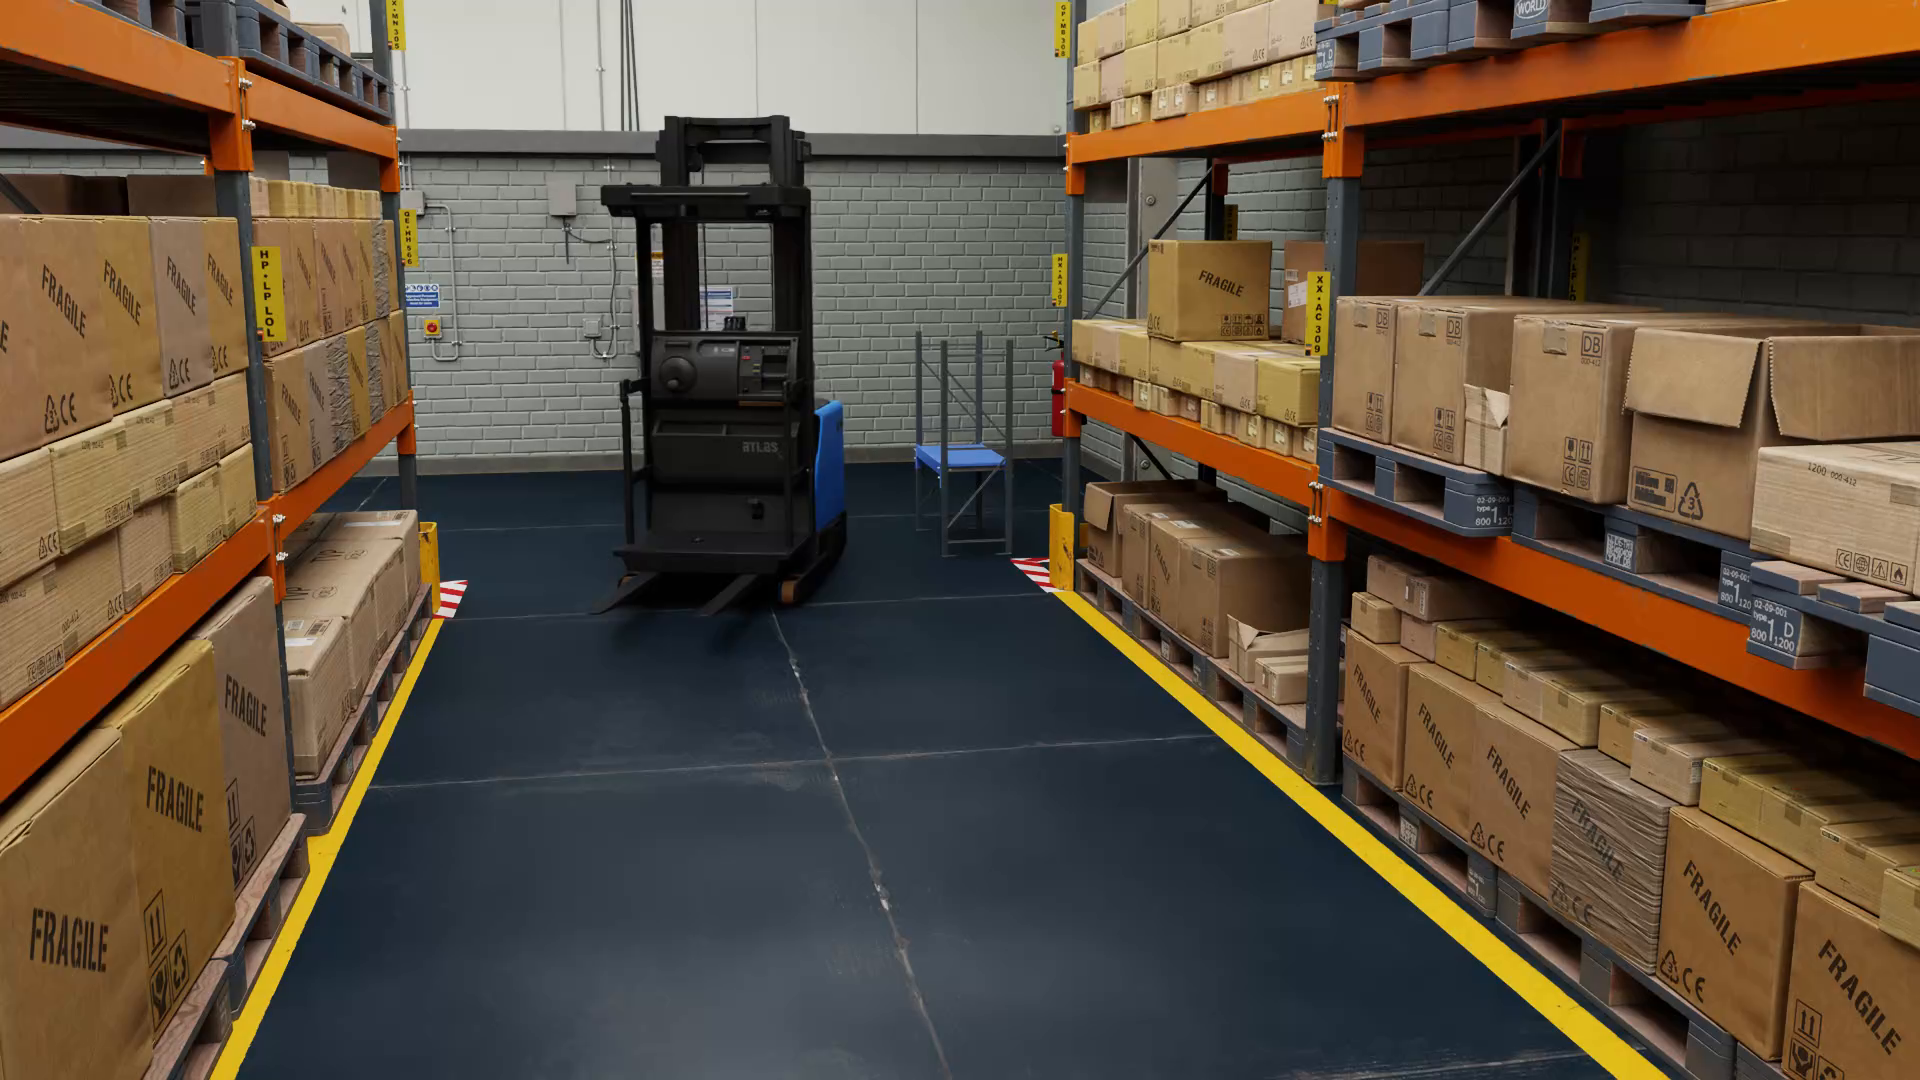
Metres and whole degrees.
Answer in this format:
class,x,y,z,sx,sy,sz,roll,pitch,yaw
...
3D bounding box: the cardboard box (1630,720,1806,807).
class,x,y,z,sx,sy,sz,roll,pitch,yaw
cardboard box,2.139,0.628,4.701,0.380,0.149,0.250,-3,11,-14

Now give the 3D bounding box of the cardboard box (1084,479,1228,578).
class,x,y,z,sx,sy,sz,roll,pitch,yaw
cardboard box,1.184,-0.081,10.152,0.797,0.503,0.637,-3,11,-13

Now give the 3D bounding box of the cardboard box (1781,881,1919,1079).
class,x,y,z,sx,sy,sz,roll,pitch,yaw
cardboard box,2.334,1.111,3.901,0.500,0.500,0.500,-2,11,-12

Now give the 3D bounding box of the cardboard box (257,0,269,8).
class,x,y,z,sx,sy,sz,roll,pitch,yaw
cardboard box,-2.841,-2.195,6.027,0.500,0.500,0.500,-2,11,-10

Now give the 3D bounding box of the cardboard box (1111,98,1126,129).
class,x,y,z,sx,sy,sz,roll,pitch,yaw
cardboard box,1.049,-2.355,9.199,0.380,0.149,0.250,-2,11,-10

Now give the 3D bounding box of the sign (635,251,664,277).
class,x,y,z,sx,sy,sz,roll,pitch,yaw
sign,-2.835,-2.560,15.415,0.339,0.242,0.001,-2,11,-11

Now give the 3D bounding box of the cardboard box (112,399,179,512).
class,x,y,z,sx,sy,sz,roll,pitch,yaw
cardboard box,-2.397,-0.215,4.369,0.500,0.250,0.500,-2,11,-10

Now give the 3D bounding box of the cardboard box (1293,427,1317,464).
class,x,y,z,sx,sy,sz,roll,pitch,yaw
cardboard box,1.626,-0.409,6.993,0.380,0.149,0.250,-2,11,-10

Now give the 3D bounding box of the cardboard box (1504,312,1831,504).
class,x,y,z,sx,sy,sz,roll,pitch,yaw
cardboard box,2.064,-0.402,4.898,0.700,0.500,0.500,-2,11,-11

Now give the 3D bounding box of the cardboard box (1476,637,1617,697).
class,x,y,z,sx,sy,sz,roll,pitch,yaw
cardboard box,2.002,0.440,5.689,0.380,0.149,0.250,-2,11,-12

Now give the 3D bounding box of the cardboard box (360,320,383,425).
class,x,y,z,sx,sy,sz,roll,pitch,yaw
cardboard box,-3.164,-0.819,8.209,0.500,0.500,0.500,-2,11,-9

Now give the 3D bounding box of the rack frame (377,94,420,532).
class,x,y,z,sx,sy,sz,roll,pitch,yaw
rack frame,-3.710,-1.035,9.613,1.000,3.000,0.127,-2,11,-11

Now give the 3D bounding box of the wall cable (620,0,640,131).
class,x,y,z,sx,sy,sz,roll,pitch,yaw
wall cable,-1.615,-5.155,15.113,2.988,3.039,0.133,-2,11,-11

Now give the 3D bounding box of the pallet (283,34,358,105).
class,x,y,z,sx,sy,sz,roll,pitch,yaw
pallet,-3.315,-2.105,7.450,1.003,0.211,1.213,-2,11,-11

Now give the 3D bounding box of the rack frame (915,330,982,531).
class,x,y,z,sx,sy,sz,roll,pitch,yaw
rack frame,-0.082,-0.814,12.464,0.500,1.500,0.032,-2,11,-11

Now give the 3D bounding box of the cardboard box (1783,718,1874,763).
class,x,y,z,sx,sy,sz,roll,pitch,yaw
cardboard box,2.614,0.612,4.788,0.380,0.149,0.250,-2,11,-11

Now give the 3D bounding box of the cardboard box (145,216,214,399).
class,x,y,z,sx,sy,sz,roll,pitch,yaw
cardboard box,-2.491,-0.674,4.776,0.500,0.500,0.500,-2,11,-10

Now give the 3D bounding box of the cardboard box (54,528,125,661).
class,x,y,z,sx,sy,sz,roll,pitch,yaw
cardboard box,-2.315,0.126,3.911,0.500,0.250,0.500,-2,11,-11

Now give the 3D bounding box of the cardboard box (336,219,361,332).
class,x,y,z,sx,sy,sz,roll,pitch,yaw
cardboard box,-3.063,-1.218,7.631,0.500,0.500,0.500,-2,11,-11

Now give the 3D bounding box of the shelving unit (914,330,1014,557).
class,x,y,z,sx,sy,sz,roll,pitch,yaw
shelving unit,0.017,-0.721,11.974,0.538,1.500,1.048,-2,11,-11

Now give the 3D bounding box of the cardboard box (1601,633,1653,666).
class,x,y,z,sx,sy,sz,roll,pitch,yaw
cardboard box,2.478,0.416,5.818,0.380,0.149,0.250,-3,11,-14

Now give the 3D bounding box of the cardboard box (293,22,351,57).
class,x,y,z,sx,sy,sz,roll,pitch,yaw
cardboard box,-3.534,-2.611,8.882,0.500,0.250,0.500,-3,11,-16

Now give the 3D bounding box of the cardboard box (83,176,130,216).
class,x,y,z,sx,sy,sz,roll,pitch,yaw
cardboard box,-3.249,-1.258,6.106,0.380,0.149,0.250,-2,11,-10

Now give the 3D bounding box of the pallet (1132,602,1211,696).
class,x,y,z,sx,sy,sz,roll,pitch,yaw
pallet,1.563,0.537,8.811,1.003,0.211,1.213,-2,11,-11

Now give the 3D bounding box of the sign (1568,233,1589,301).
class,x,y,z,sx,sy,sz,roll,pitch,yaw
sign,2.480,-1.072,6.712,0.100,0.325,0.005,-2,11,-11

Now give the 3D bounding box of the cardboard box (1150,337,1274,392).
class,x,y,z,sx,sy,sz,roll,pitch,yaw
cardboard box,1.302,-0.918,8.600,0.500,0.250,0.500,-2,11,-13

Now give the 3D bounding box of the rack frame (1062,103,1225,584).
class,x,y,z,sx,sy,sz,roll,pitch,yaw
rack frame,1.158,-1.216,10.565,1.000,3.000,0.127,-2,11,-11

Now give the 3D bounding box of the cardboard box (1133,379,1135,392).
class,x,y,z,sx,sy,sz,roll,pitch,yaw
cardboard box,1.179,-0.834,9.226,0.380,0.149,0.250,-2,11,-10

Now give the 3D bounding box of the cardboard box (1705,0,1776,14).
class,x,y,z,sx,sy,sz,roll,pitch,yaw
cardboard box,2.180,-1.418,4.004,0.500,0.250,0.500,-2,11,-11

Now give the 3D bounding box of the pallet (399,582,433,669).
class,x,y,z,sx,sy,sz,roll,pitch,yaw
pallet,-3.478,0.478,9.118,1.003,0.211,1.213,-2,11,-11

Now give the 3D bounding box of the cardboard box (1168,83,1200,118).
class,x,y,z,sx,sy,sz,roll,pitch,yaw
cardboard box,1.248,-2.169,8.222,0.380,0.149,0.250,-2,11,-10

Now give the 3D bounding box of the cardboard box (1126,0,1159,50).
class,x,y,z,sx,sy,sz,roll,pitch,yaw
cardboard box,1.190,-2.732,8.773,0.500,0.250,0.500,-2,11,-12

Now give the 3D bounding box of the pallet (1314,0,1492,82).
class,x,y,z,sx,sy,sz,roll,pitch,yaw
pallet,1.994,-1.742,5.806,1.213,0.211,1.003,-2,11,-11

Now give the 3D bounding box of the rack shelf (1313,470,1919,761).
class,x,y,z,sx,sy,sz,roll,pitch,yaw
rack shelf,2.325,0.237,4.851,1.077,0.370,4.000,-2,11,-11

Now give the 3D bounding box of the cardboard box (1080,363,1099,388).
class,x,y,z,sx,sy,sz,roll,pitch,yaw
cardboard box,0.953,-1.023,10.219,0.380,0.149,0.250,-2,11,-11

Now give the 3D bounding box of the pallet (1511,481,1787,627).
class,x,y,z,sx,sy,sz,roll,pitch,yaw
pallet,2.331,-0.011,4.747,1.003,0.211,1.213,-2,11,-11

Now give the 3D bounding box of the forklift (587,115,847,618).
class,x,y,z,sx,sy,sz,roll,pitch,yaw
forklift,-1.489,-1.102,10.148,1.130,2.935,3.031,1,11,7

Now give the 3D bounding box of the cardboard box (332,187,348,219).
class,x,y,z,sx,sy,sz,roll,pitch,yaw
cardboard box,-3.142,-1.604,7.923,0.380,0.149,0.250,-2,11,-10

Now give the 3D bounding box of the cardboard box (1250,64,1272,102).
class,x,y,z,sx,sy,sz,roll,pitch,yaw
cardboard box,1.488,-1.983,7.241,0.380,0.149,0.250,-2,11,-9

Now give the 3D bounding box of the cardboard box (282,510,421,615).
class,x,y,z,sx,sy,sz,roll,pitch,yaw
cardboard box,-3.484,0.135,9.197,0.875,0.438,0.875,-3,11,-13

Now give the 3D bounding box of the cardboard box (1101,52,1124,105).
class,x,y,z,sx,sy,sz,roll,pitch,yaw
cardboard box,1.095,-2.579,9.305,0.500,0.250,0.500,-2,11,-10

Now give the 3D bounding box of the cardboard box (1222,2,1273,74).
class,x,y,z,sx,sy,sz,roll,pitch,yaw
cardboard box,1.485,-2.203,7.332,0.500,0.250,0.500,-3,11,-13

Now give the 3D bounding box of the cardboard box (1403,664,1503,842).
class,x,y,z,sx,sy,sz,roll,pitch,yaw
cardboard box,1.923,0.733,5.885,0.500,0.500,0.500,-2,11,-12

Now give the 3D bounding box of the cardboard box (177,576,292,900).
class,x,y,z,sx,sy,sz,roll,pitch,yaw
cardboard box,-2.733,0.647,5.336,0.875,0.875,0.875,-2,11,-9

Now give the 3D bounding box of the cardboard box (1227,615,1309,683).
class,x,y,z,sx,sy,sz,roll,pitch,yaw
cardboard box,1.470,0.497,7.752,0.396,0.266,0.258,-2,11,-9

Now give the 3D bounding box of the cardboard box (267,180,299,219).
class,x,y,z,sx,sy,sz,roll,pitch,yaw
cardboard box,-2.884,-1.367,6.682,0.380,0.149,0.250,-2,11,-11

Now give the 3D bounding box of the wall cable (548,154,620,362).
class,x,y,z,sx,sy,sz,roll,pitch,yaw
wall cable,-3.441,-2.621,15.229,0.588,1.984,0.122,-2,11,-11

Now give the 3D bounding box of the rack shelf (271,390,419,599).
class,x,y,z,sx,sy,sz,roll,pitch,yaw
rack shelf,-3.321,-0.315,7.753,1.077,0.370,4.000,-2,11,-11

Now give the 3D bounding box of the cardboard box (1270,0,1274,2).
class,x,y,z,sx,sy,sz,roll,pitch,yaw
cardboard box,1.602,-2.358,6.810,0.500,0.250,0.500,-2,11,-11

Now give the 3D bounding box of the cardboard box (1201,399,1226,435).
class,x,y,z,sx,sy,sz,roll,pitch,yaw
cardboard box,1.378,-0.597,7.984,0.380,0.149,0.250,-2,11,-12

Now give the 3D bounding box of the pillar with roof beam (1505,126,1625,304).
class,x,y,z,sx,sy,sz,roll,pitch,yaw
pillar with roof beam,-1.538,-3.434,6.170,9.100,9.000,0.400,-2,11,-11

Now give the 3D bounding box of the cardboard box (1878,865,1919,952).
class,x,y,z,sx,sy,sz,roll,pitch,yaw
cardboard box,2.286,0.824,3.675,0.380,0.149,0.250,-3,11,-14

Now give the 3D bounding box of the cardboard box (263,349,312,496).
class,x,y,z,sx,sy,sz,roll,pitch,yaw
cardboard box,-2.767,-0.446,6.252,0.500,0.500,0.500,-2,11,-9

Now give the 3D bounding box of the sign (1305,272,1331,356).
class,x,y,z,sx,sy,sz,roll,pitch,yaw
sign,1.405,-0.887,6.519,0.100,0.325,0.005,-2,11,-11

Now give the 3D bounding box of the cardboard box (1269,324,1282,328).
class,x,y,z,sx,sy,sz,roll,pitch,yaw
cardboard box,1.607,-1.120,9.662,0.500,0.250,0.500,-2,11,-11

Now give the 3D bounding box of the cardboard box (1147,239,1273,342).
class,x,y,z,sx,sy,sz,roll,pitch,yaw
cardboard box,1.274,-1.289,8.547,0.500,0.500,0.500,-2,11,-10
